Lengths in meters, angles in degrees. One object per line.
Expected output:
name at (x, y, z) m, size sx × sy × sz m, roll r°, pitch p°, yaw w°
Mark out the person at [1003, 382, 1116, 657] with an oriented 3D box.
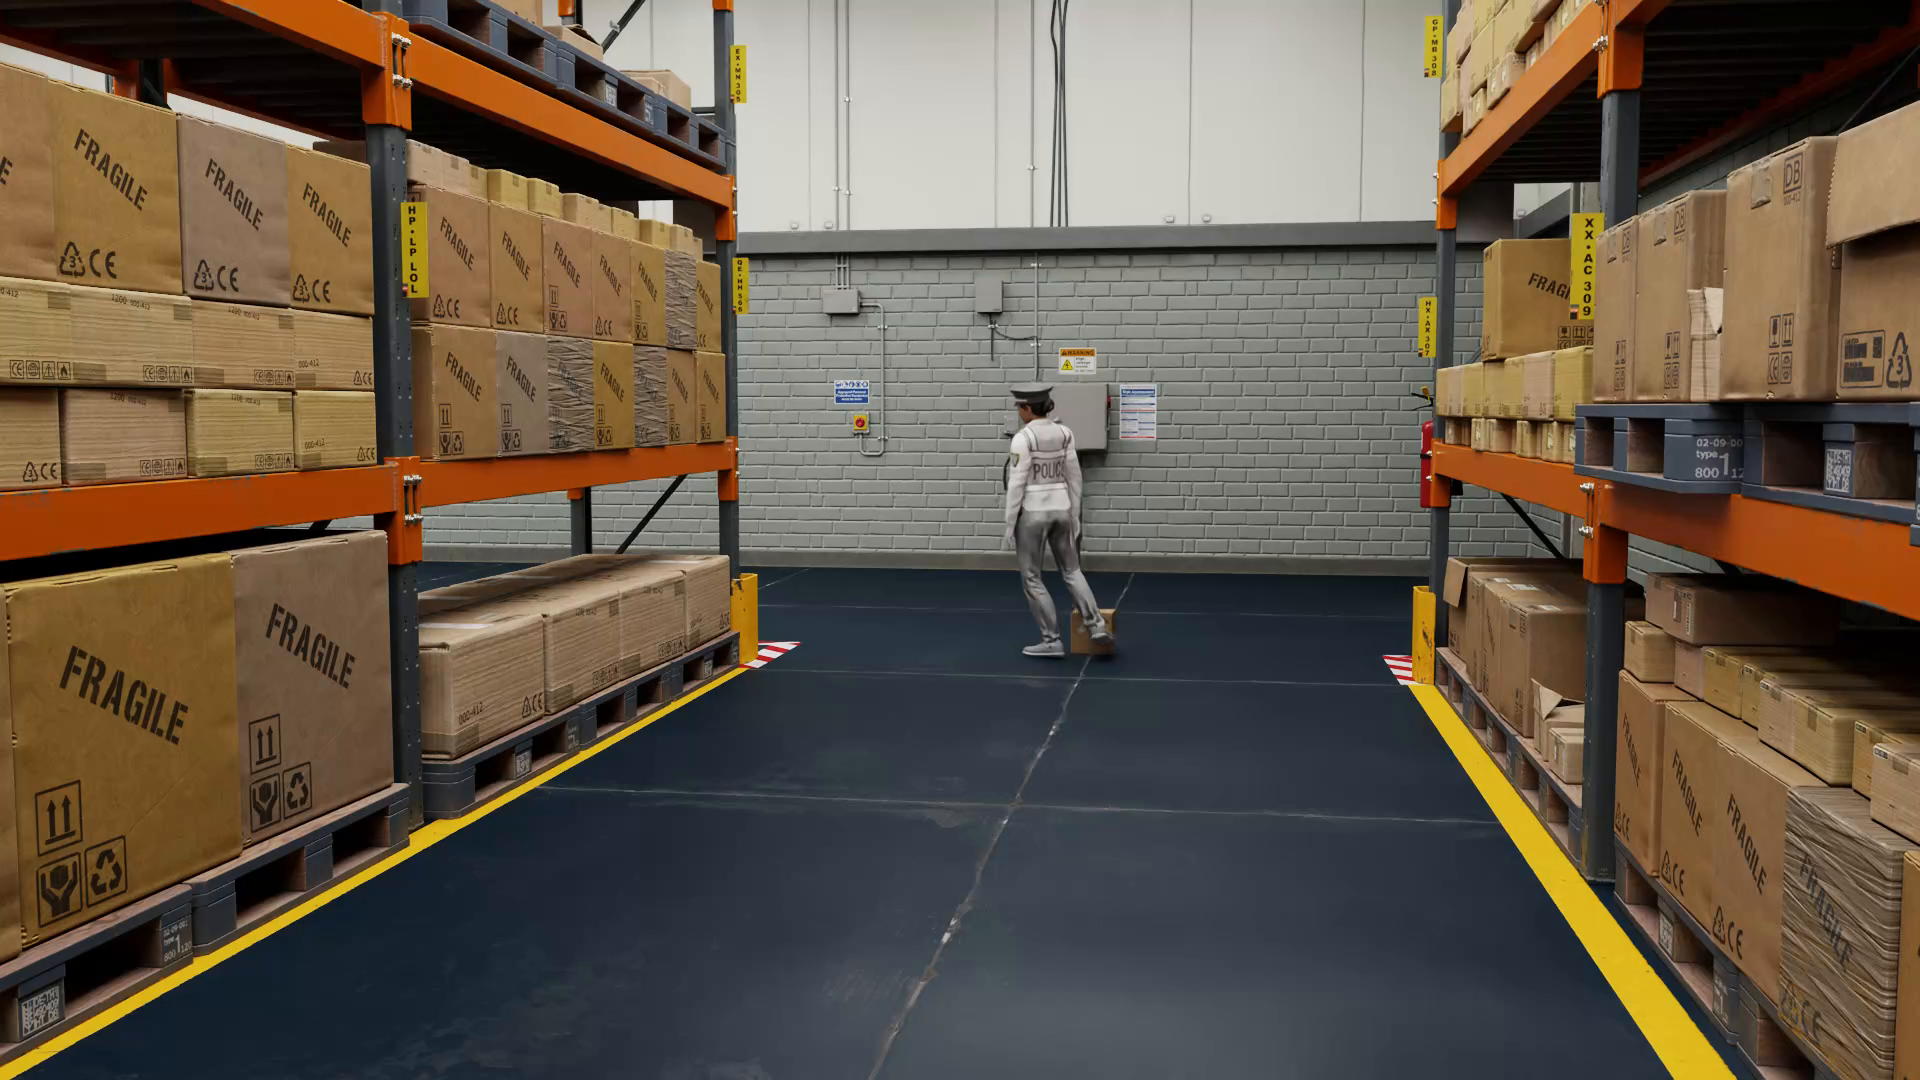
person at (0.596, -0.113, 9.894) m, size 0.661 × 1.647 × 0.508 m, roll -3°, pitch 6°, yaw -35°
